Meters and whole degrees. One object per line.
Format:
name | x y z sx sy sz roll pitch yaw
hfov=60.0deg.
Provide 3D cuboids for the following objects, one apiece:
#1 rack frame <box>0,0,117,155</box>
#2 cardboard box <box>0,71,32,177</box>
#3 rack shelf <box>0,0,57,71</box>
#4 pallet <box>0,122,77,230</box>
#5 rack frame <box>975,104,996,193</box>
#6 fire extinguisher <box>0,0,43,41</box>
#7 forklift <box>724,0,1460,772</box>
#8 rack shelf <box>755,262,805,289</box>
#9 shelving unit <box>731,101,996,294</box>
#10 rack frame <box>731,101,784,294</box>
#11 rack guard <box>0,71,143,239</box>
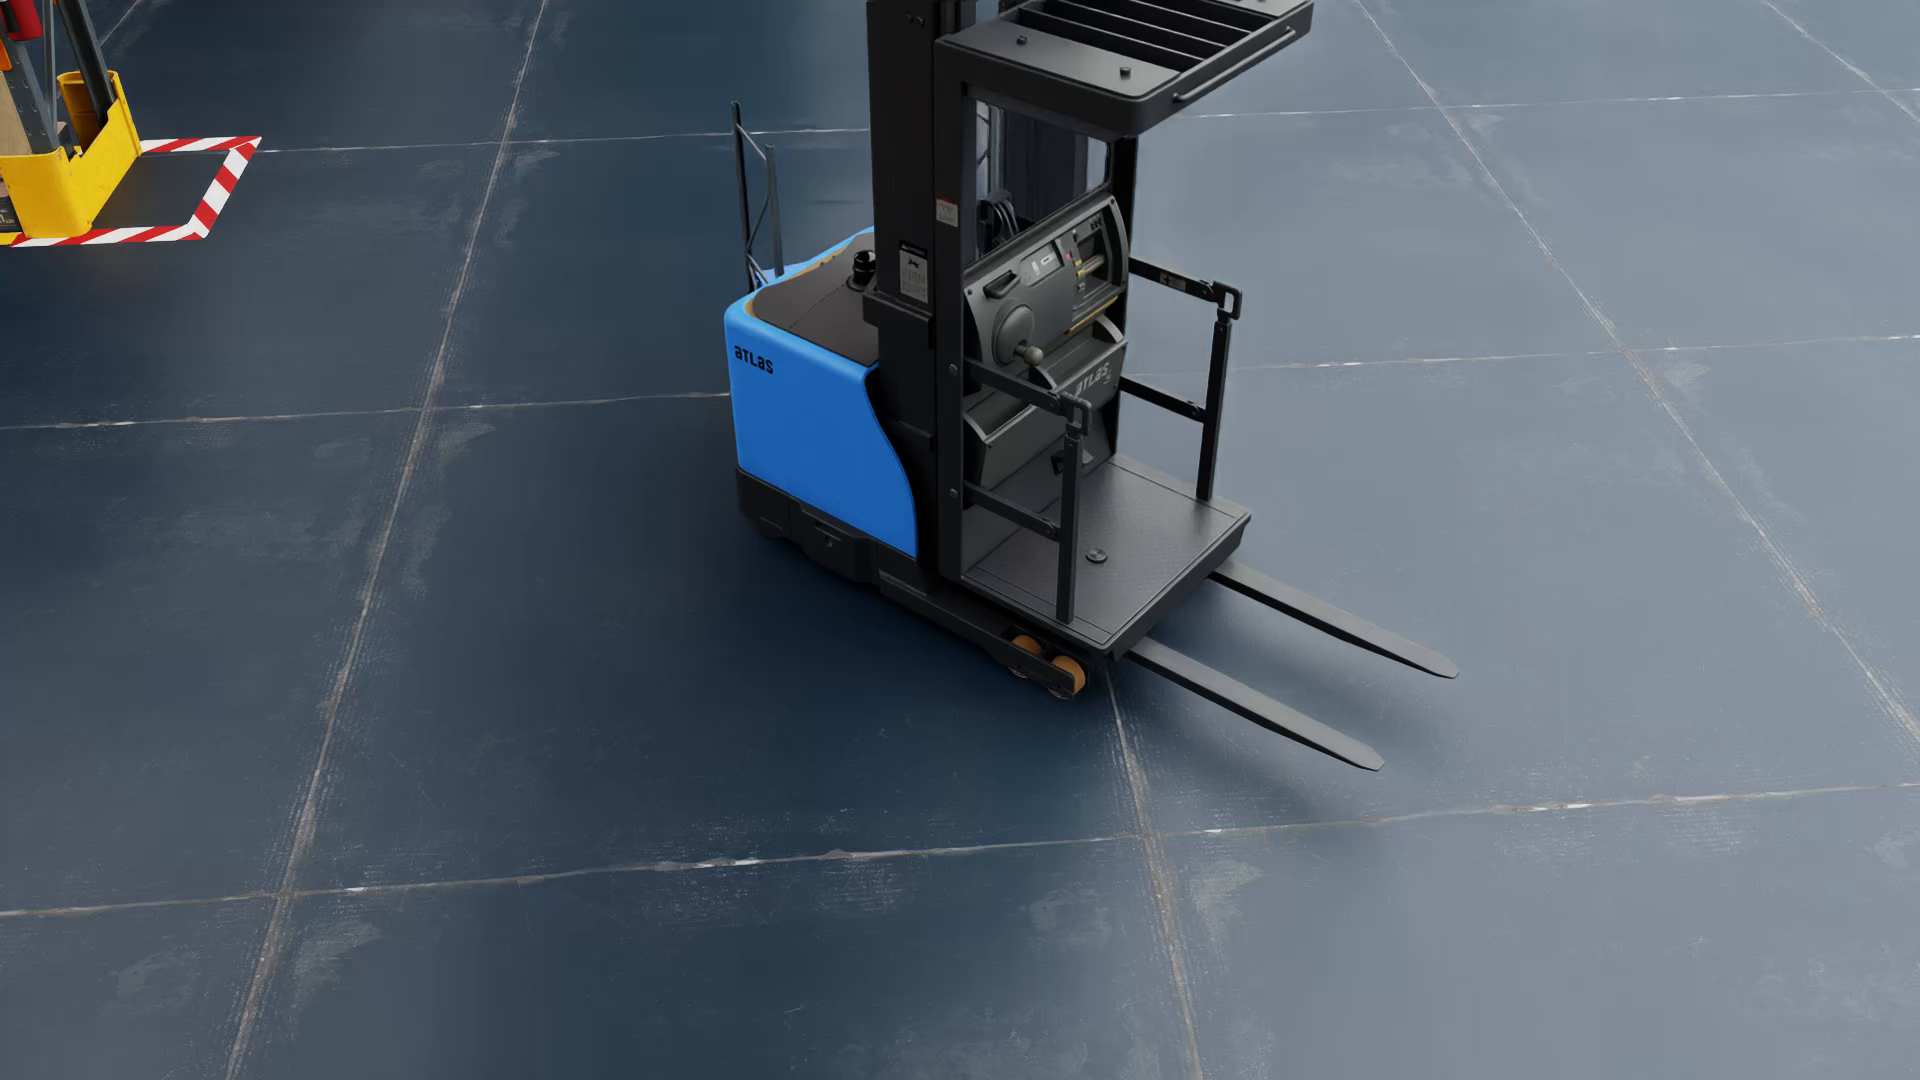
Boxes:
rack frame | -5.112 -3.253 8.951 0.127 3.000 1.000 -3 38 -4
cardboard box | -5.735 -2.412 9.565 0.500 0.500 0.500 4 38 4
rack shelf | -7.104 -2.861 9.035 4.000 0.370 1.077 -3 38 -4
pallet | -6.000 -2.131 9.781 1.213 0.211 1.003 -3 38 -4
rack frame | 0.042 -1.442 7.866 0.032 1.500 0.500 -16 41 -19
fire extinguisher | -4.957 -2.944 8.623 0.183 0.674 0.296 -3 38 -4
forklift | 0.495 -0.907 6.033 3.031 2.935 1.130 26 45 29
rack shelf | -0.421 -1.171 7.814 1.000 0.185 0.538 -16 41 -19
shelving unit | -0.421 -1.312 7.702 1.048 1.500 0.538 -16 41 -19
rack frame | -0.884 -1.183 7.538 0.032 1.500 0.500 -16 41 -19
rack guard | -5.187 -2.267 9.720 0.348 0.500 1.175 -3 38 -4
